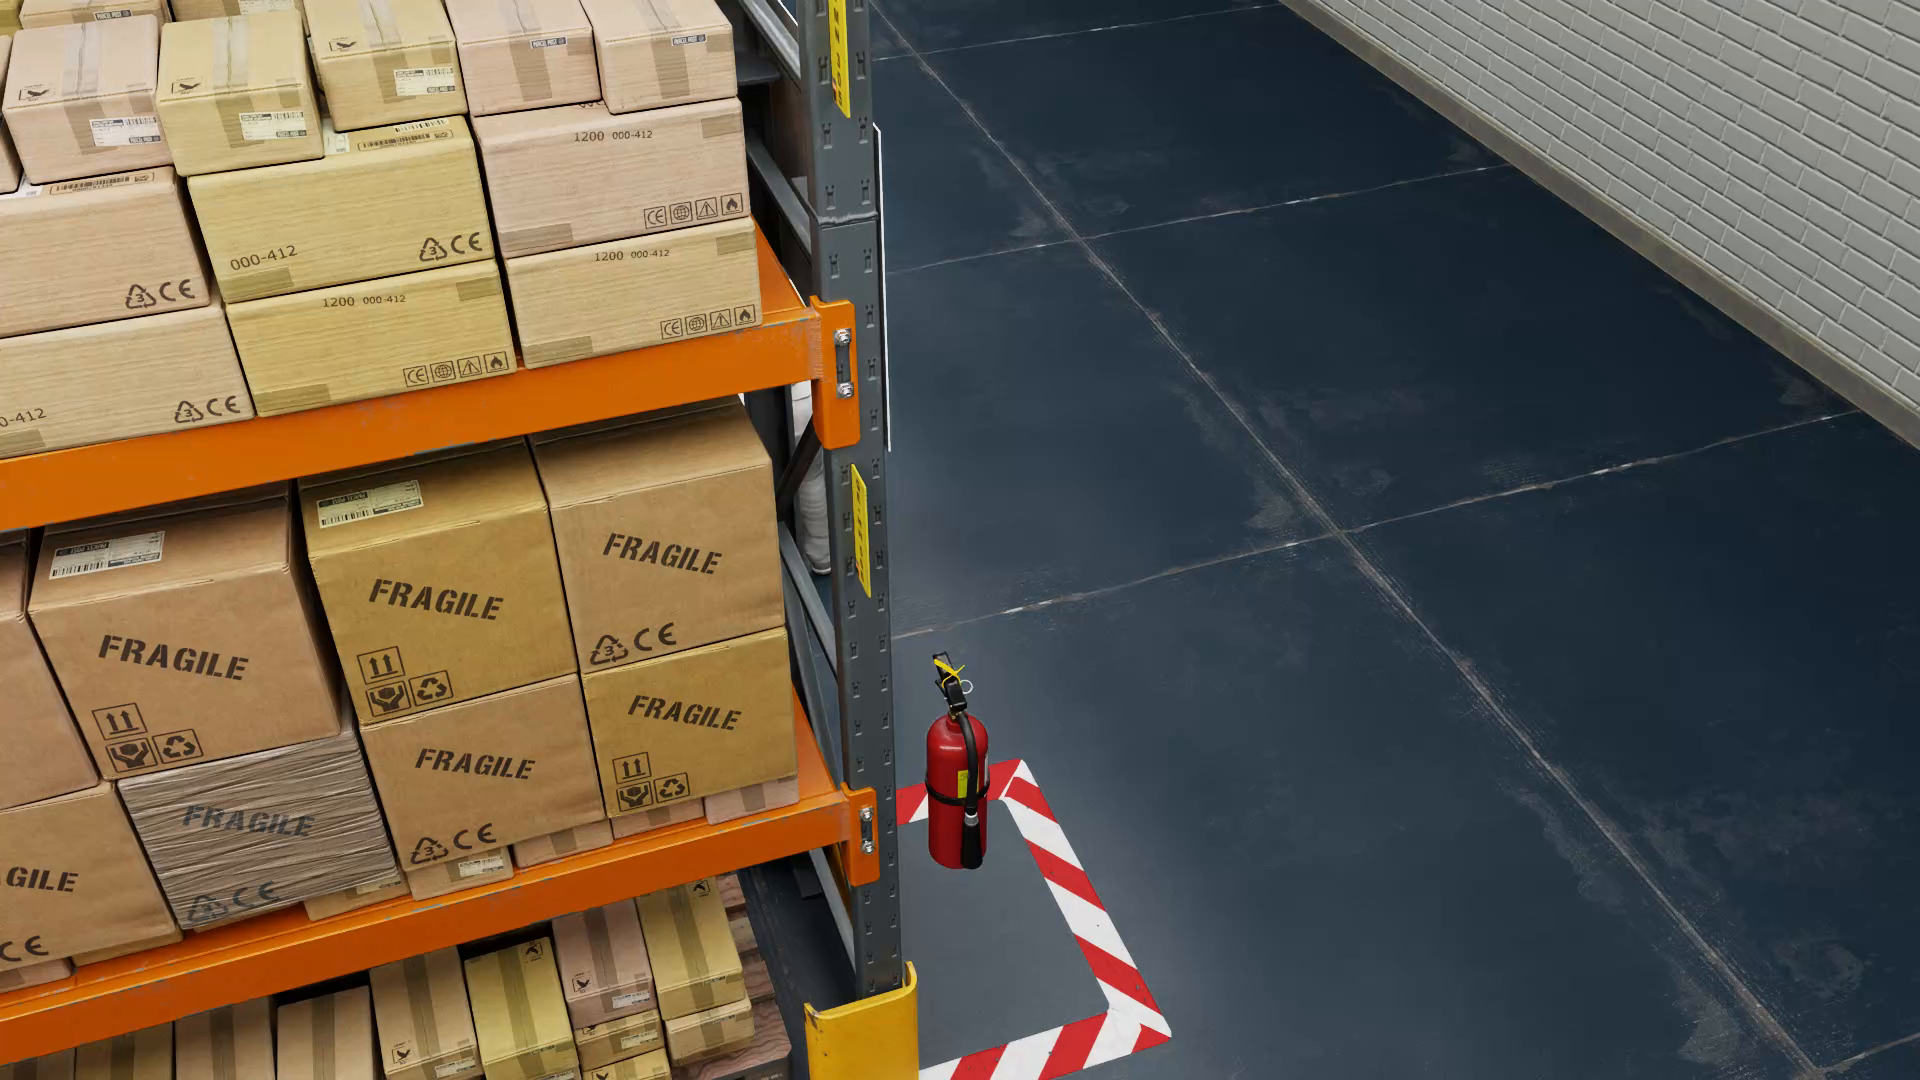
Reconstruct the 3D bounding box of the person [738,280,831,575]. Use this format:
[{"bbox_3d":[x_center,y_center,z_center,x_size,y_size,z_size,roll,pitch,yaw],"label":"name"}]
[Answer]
[{"bbox_3d":[-0.786,-0.534,6.831,0.537,1.666,0.467,-12,40,-15],"label":"person"}]
